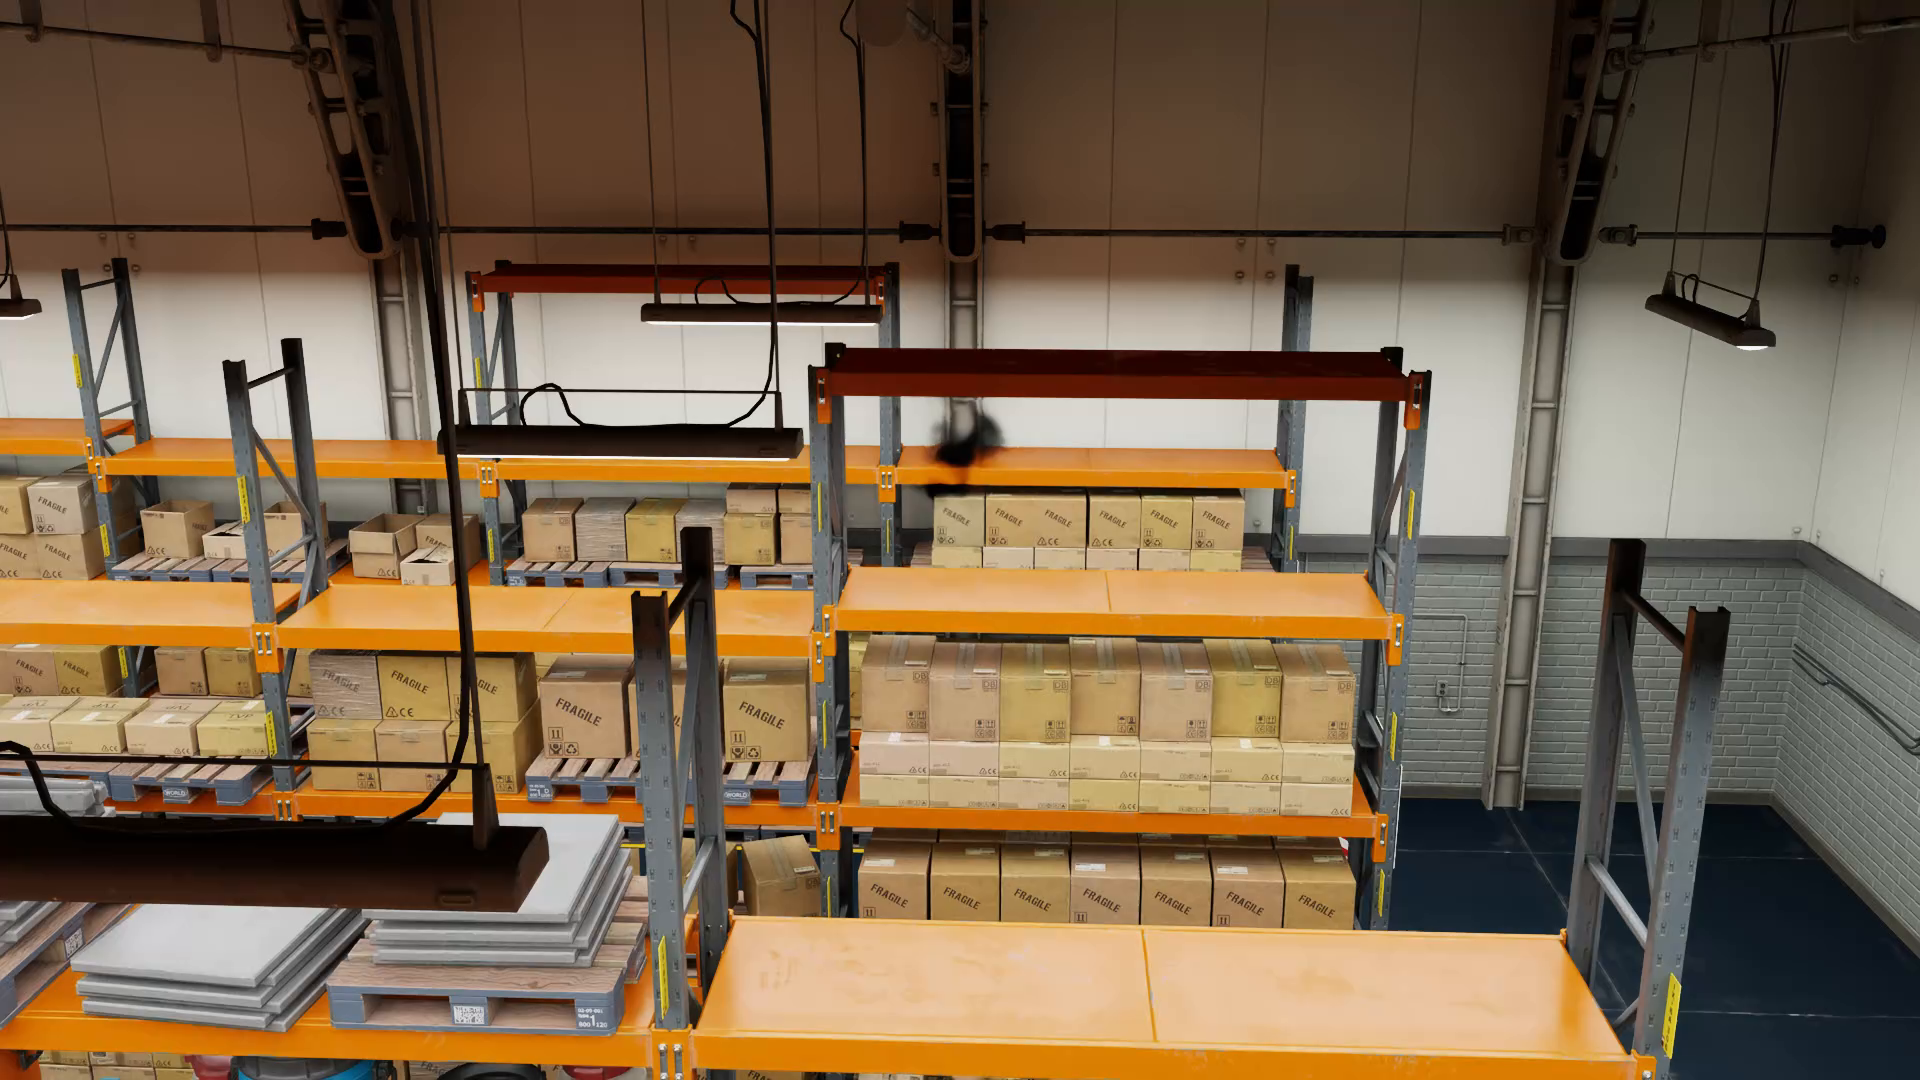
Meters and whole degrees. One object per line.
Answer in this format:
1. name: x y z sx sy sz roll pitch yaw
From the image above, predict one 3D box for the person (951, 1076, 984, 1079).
1. person: 0.151 4.202 10.924 1.017 1.804 0.675 -3 16 -9
